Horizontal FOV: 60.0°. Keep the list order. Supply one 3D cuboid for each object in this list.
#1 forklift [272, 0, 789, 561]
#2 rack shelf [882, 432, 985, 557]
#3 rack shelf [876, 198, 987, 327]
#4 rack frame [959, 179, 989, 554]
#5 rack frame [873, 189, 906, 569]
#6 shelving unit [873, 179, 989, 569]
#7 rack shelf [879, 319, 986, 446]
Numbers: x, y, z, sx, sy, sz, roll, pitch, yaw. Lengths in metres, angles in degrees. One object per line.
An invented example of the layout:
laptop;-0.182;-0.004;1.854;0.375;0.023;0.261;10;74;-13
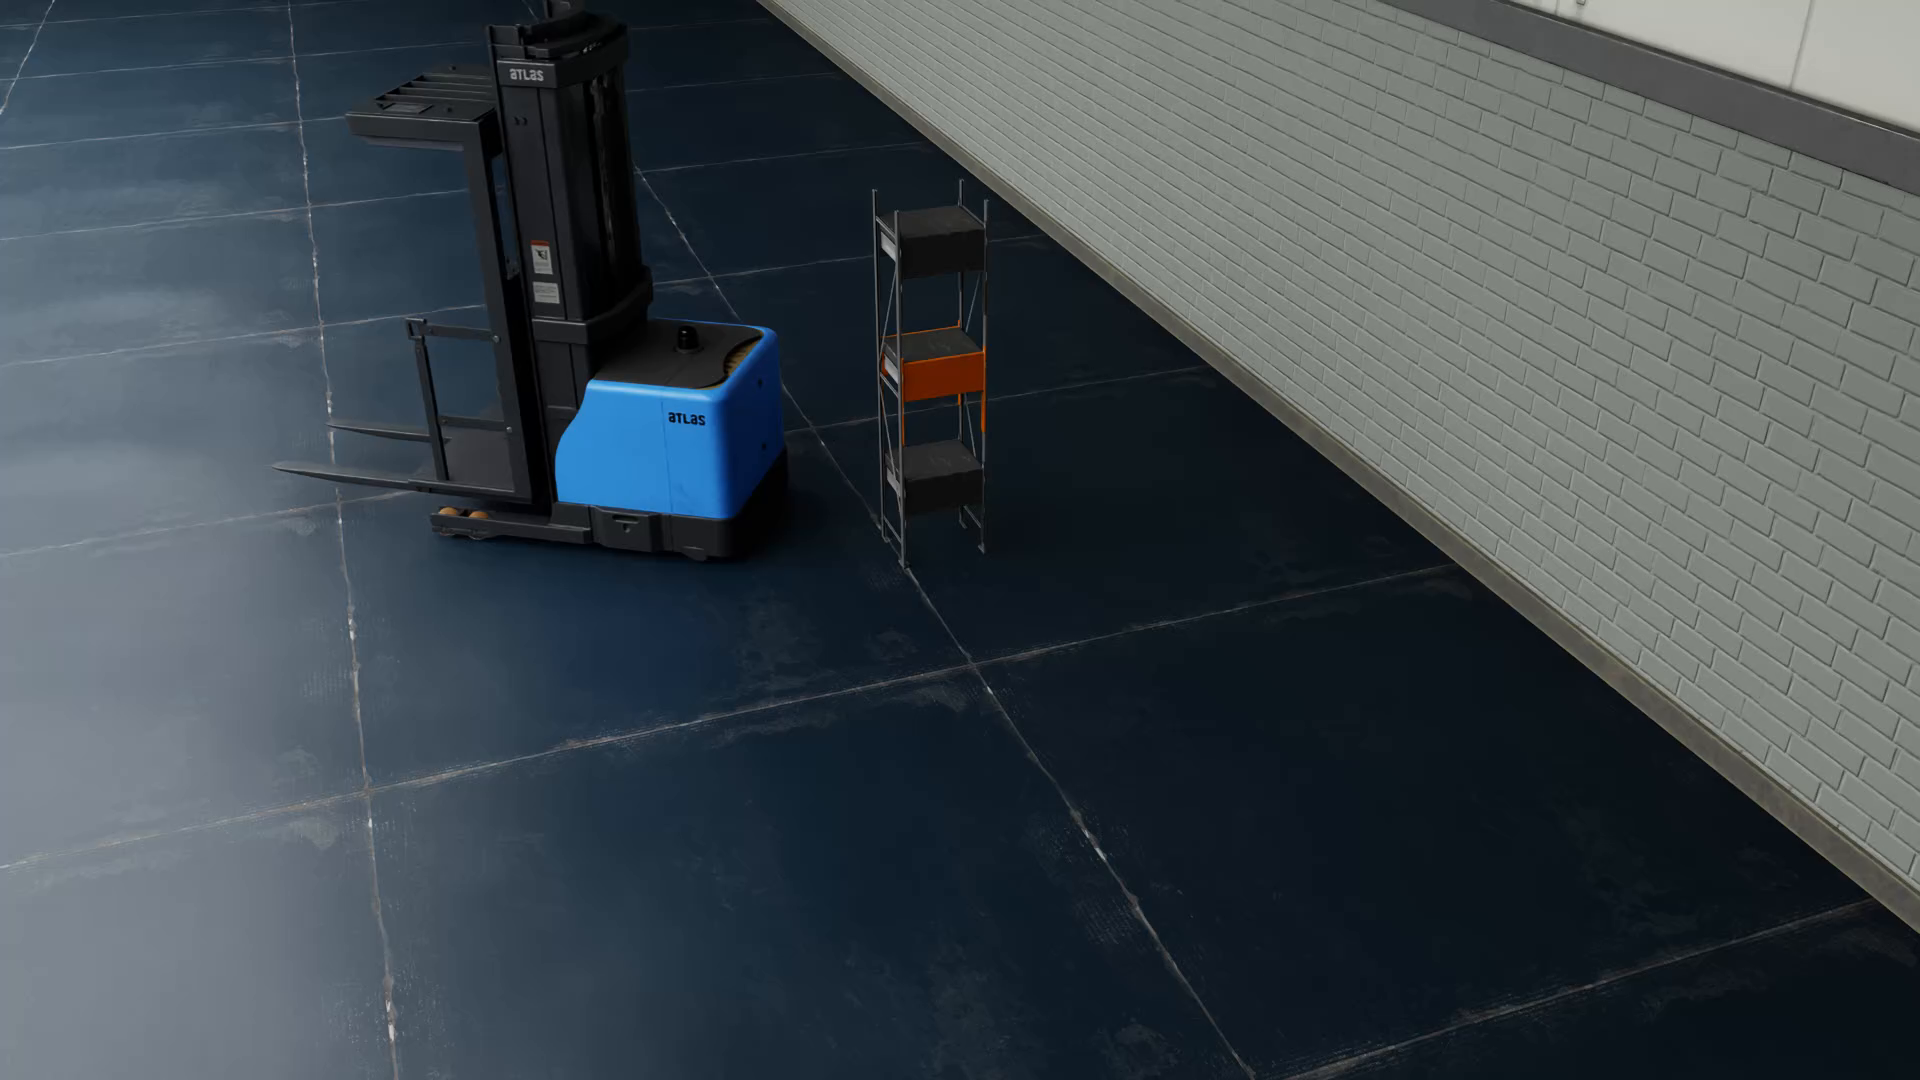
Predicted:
forklift;-2.626;-1.520;9.456;3.031;2.935;1.130;6;30;11
rack shelf;-0.155;-0.264;9.533;0.480;0.518;0.431;-10;31;-18
rack shelf;-0.155;-1.480;8.840;0.480;0.518;0.431;-10;31;-18
rack frame;0.074;-0.926;9.254;0.015;2.100;0.400;-10;31;-18
rack frame;-0.384;-0.842;9.106;0.015;2.100;0.400;-10;31;-18
shelving unit;-0.155;-0.884;9.180;0.503;2.100;0.431;-10;31;-18
rack shelf;-0.155;-0.872;9.187;0.480;0.518;0.431;-10;31;-18
